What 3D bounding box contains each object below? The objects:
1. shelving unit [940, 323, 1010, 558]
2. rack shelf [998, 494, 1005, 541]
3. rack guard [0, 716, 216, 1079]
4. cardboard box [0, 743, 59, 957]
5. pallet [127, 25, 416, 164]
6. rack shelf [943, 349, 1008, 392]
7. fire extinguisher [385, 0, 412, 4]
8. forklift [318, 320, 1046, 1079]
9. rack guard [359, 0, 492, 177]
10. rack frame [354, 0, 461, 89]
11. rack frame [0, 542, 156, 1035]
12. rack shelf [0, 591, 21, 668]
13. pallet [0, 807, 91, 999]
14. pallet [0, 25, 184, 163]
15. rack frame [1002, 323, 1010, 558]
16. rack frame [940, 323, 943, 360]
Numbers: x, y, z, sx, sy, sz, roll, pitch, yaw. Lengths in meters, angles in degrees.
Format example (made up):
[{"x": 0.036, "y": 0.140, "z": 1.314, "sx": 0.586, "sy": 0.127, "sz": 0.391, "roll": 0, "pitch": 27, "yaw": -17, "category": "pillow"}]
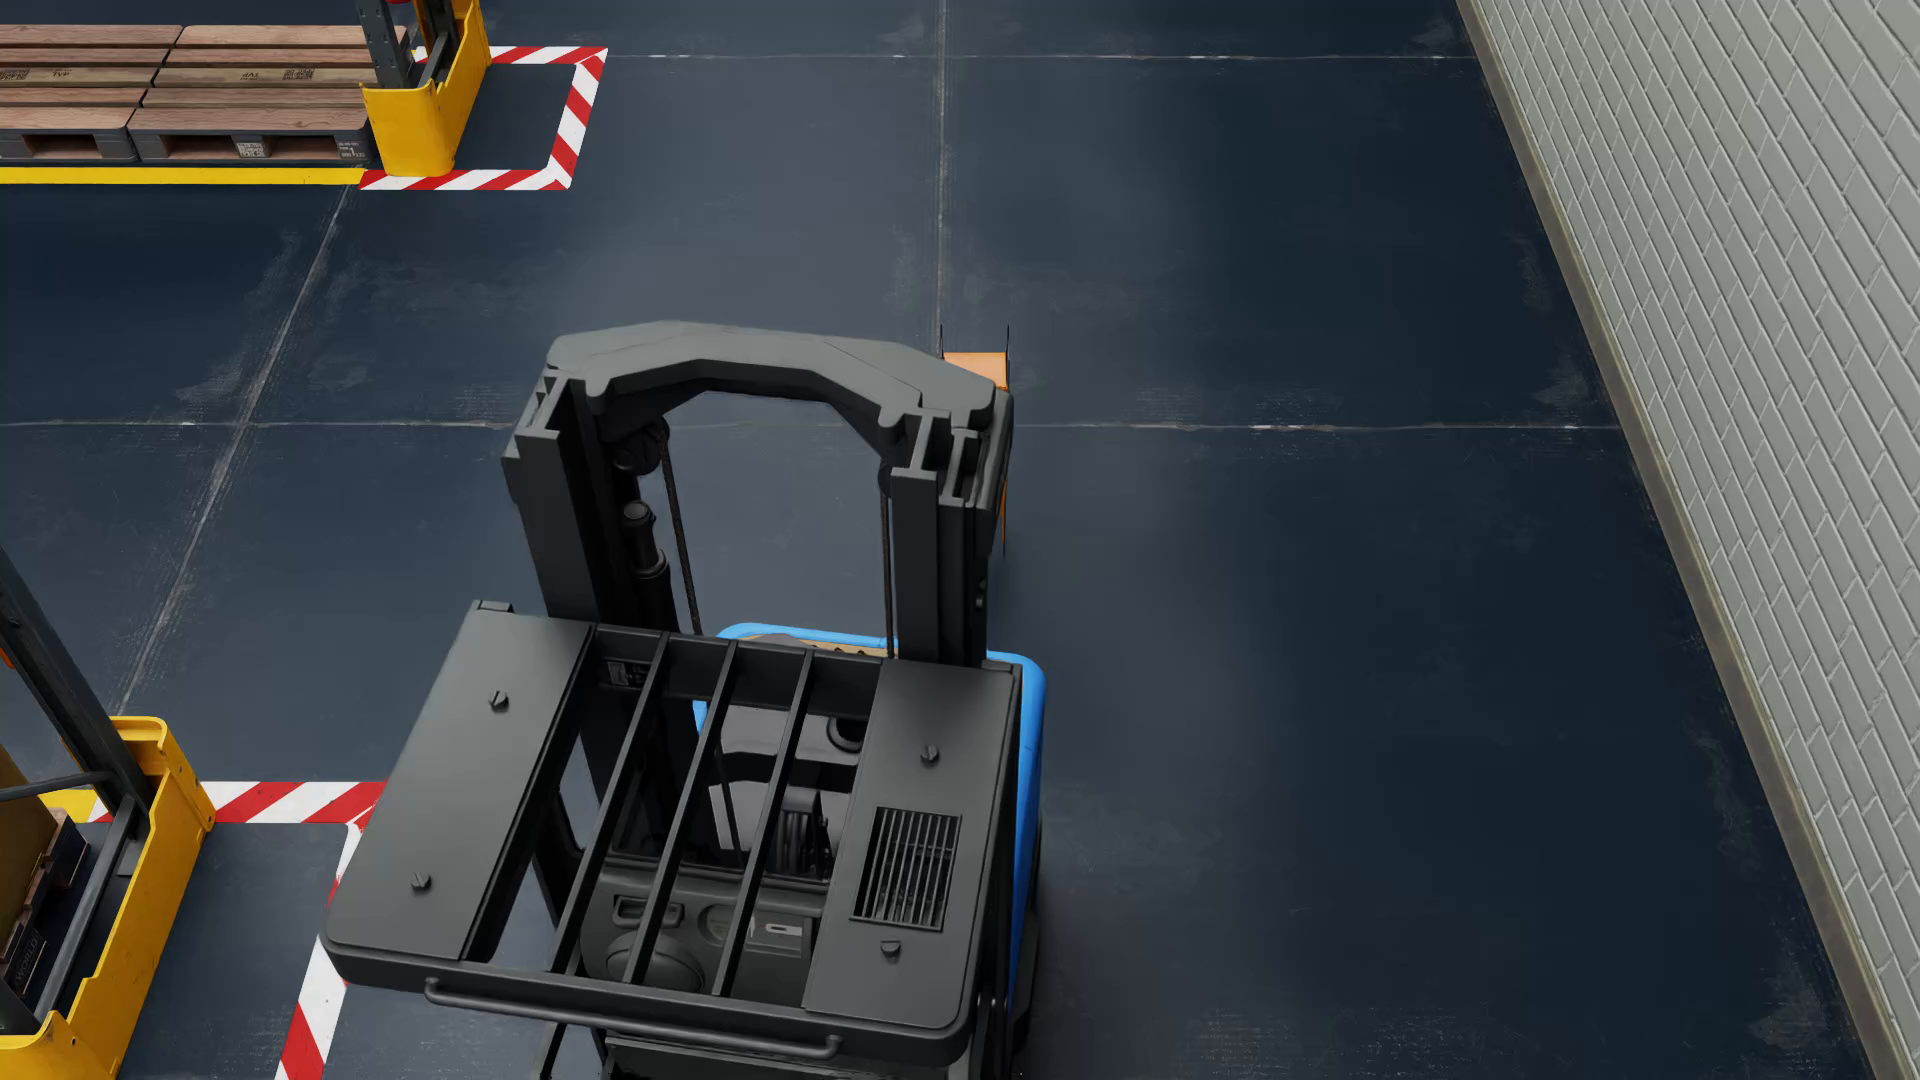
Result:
[{"x": 0.053, "y": -0.358, "z": 6.366, "sx": 0.252, "sy": 1.050, "sz": 0.215, "roll": 0, "pitch": 47, "yaw": 0, "category": "shelving unit"}, {"x": 0.053, "y": -0.161, "z": 6.577, "sx": 0.240, "sy": 0.259, "sz": 0.215, "roll": 0, "pitch": 47, "yaw": 0, "category": "rack shelf"}, {"x": -2.789, "y": 1.186, "z": 5.305, "sx": 0.348, "sy": 0.500, "sz": 1.175, "roll": 0, "pitch": 47, "yaw": 0, "category": "rack guard"}, {"x": -3.453, "y": 0.972, "z": 4.961, "sx": 0.875, "sy": 0.875, "sz": 0.875, "roll": 0, "pitch": 47, "yaw": 0, "category": "cardboard box"}, {"x": -3.619, "y": -2.372, "z": 8.814, "sx": 1.213, "sy": 0.211, "sz": 1.003, "roll": 0, "pitch": 47, "yaw": 0, "category": "pallet"}, {"x": 0.054, "y": -0.544, "z": 6.166, "sx": 0.240, "sy": 0.259, "sz": 0.215, "roll": 0, "pitch": 47, "yaw": 0, "category": "rack shelf"}, {"x": -2.645, "y": -2.805, "z": 7.619, "sx": 0.183, "sy": 0.674, "sz": 0.296, "roll": 0, "pitch": 47, "yaw": 0, "category": "fire extinguisher"}, {"x": -0.462, "y": 1.095, "z": 3.728, "sx": 1.130, "sy": 2.935, "sz": 3.031, "roll": 6, "pitch": 47, "yaw": 6, "category": "forklift"}, {"x": -2.770, "y": -2.449, "z": 8.688, "sx": 0.348, "sy": 0.500, "sz": 1.175, "roll": 0, "pitch": 47, "yaw": 0, "category": "rack guard"}, {"x": -2.794, "y": -3.292, "z": 7.764, "sx": 0.127, "sy": 3.000, "sz": 1.000, "roll": 0, "pitch": 47, "yaw": 0, "category": "rack frame"}, {"x": -2.813, "y": 0.334, "z": 4.390, "sx": 0.127, "sy": 3.000, "sz": 1.000, "roll": 0, "pitch": 47, "yaw": 0, "category": "rack frame"}, {"x": -4.813, "y": 0.574, "z": 4.658, "sx": 4.000, "sy": 0.370, "sz": 1.077, "roll": 0, "pitch": 47, "yaw": 0, "category": "rack shelf"}, {"x": -3.612, "y": 1.339, "z": 5.359, "sx": 1.213, "sy": 0.211, "sz": 1.003, "roll": 0, "pitch": 47, "yaw": 0, "category": "pallet"}, {"x": -4.836, "y": -2.378, "z": 8.819, "sx": 1.213, "sy": 0.211, "sz": 1.003, "roll": 0, "pitch": 47, "yaw": 0, "category": "pallet"}, {"x": 0.176, "y": -0.357, "z": 6.365, "sx": 0.008, "sy": 1.050, "sz": 0.200, "roll": 0, "pitch": 47, "yaw": 0, "category": "rack frame"}, {"x": -0.069, "y": -0.358, "z": 6.366, "sx": 0.008, "sy": 1.050, "sz": 0.200, "roll": 0, "pitch": 47, "yaw": 0, "category": "rack frame"}]
